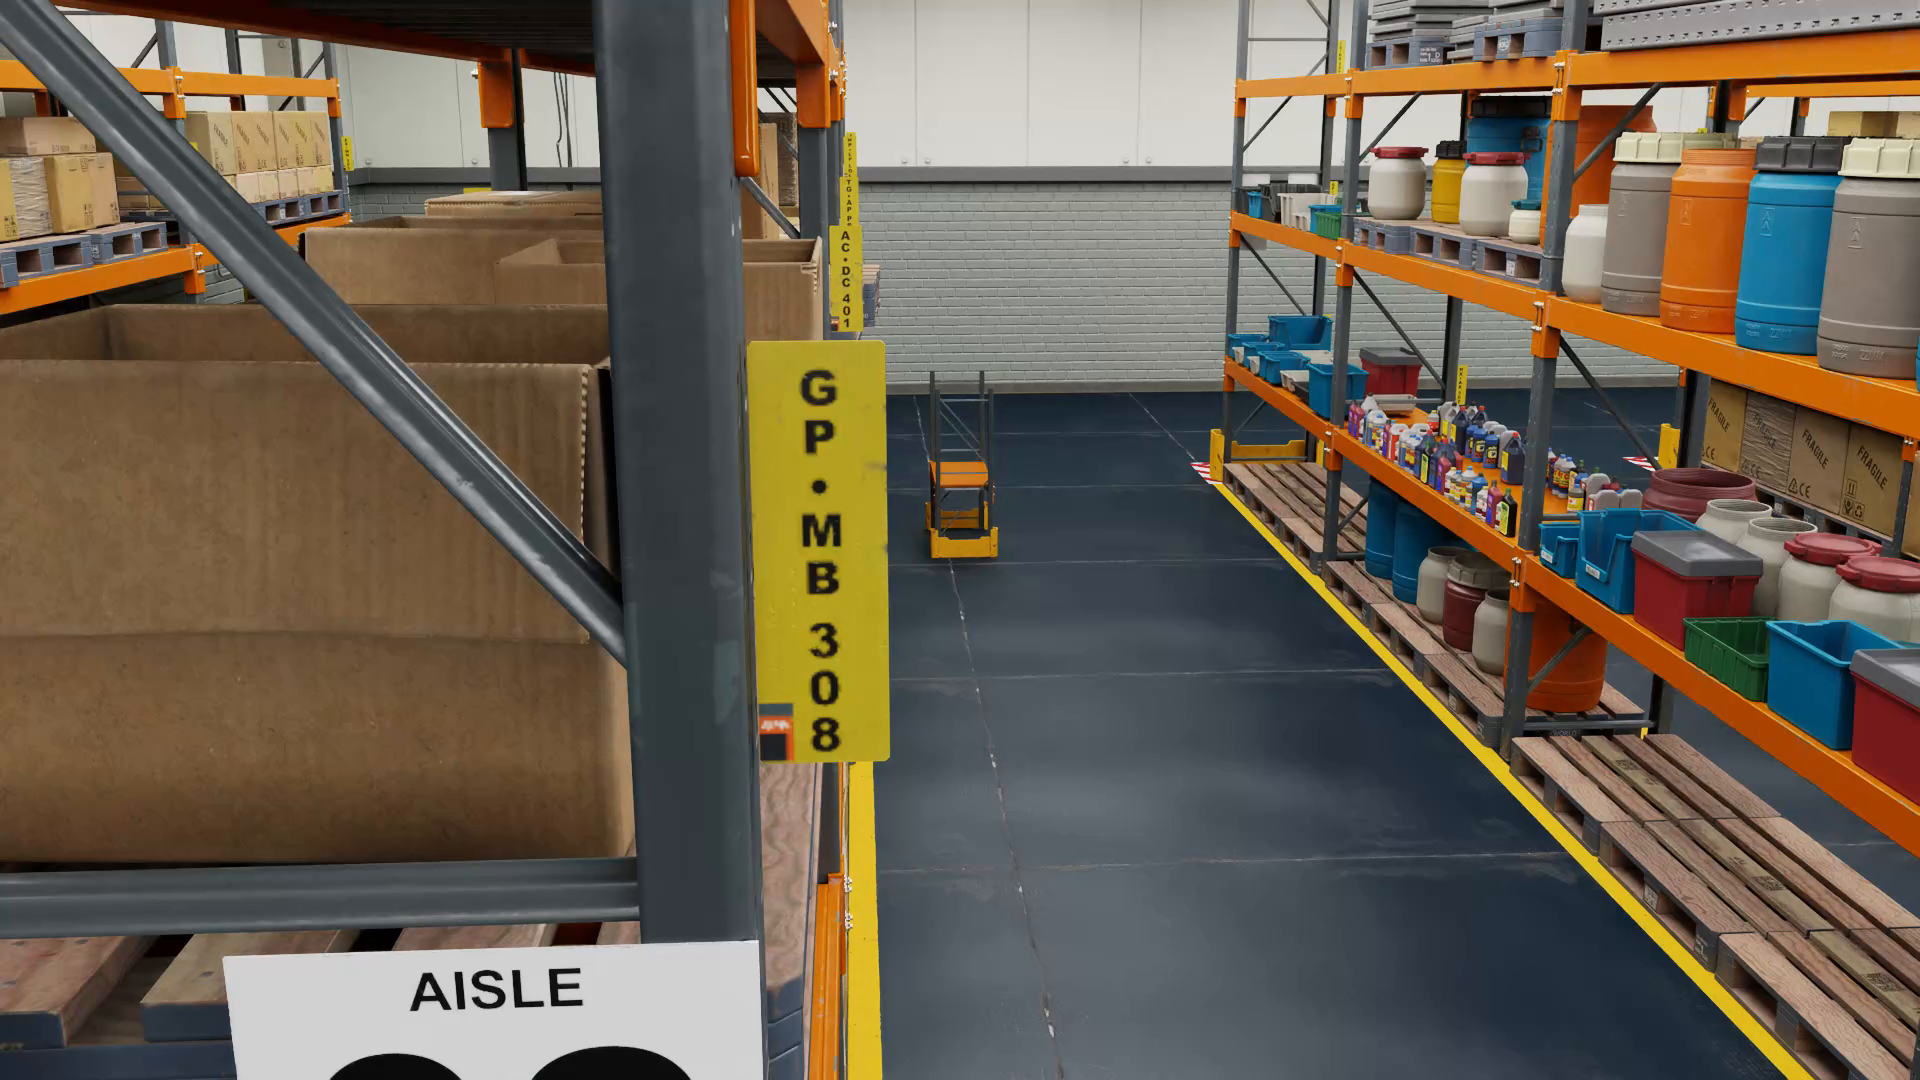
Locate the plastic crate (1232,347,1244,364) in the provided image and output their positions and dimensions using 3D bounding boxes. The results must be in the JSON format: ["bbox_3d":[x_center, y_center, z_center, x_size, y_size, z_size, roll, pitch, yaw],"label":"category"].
[{"bbox_3d":[2.918,-1.874,16.921,0.250,0.136,0.298,-1,14,-3],"label":"plastic crate"}]

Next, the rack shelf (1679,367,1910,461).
[{"bbox_3d":[8.362,-1.351,15.923,1.077,0.370,4.000,-1,14,-3],"label":"rack shelf"}]

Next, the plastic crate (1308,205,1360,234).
[{"bbox_3d":[3.167,-2.718,14.111,0.416,0.233,0.300,-1,14,-3],"label":"plastic crate"}]

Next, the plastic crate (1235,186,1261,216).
[{"bbox_3d":[3.040,-3.409,16.723,0.497,0.269,0.590,-1,14,-3],"label":"plastic crate"}]

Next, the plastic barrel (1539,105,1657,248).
[{"bbox_3d":[3.758,-2.136,9.806,0.600,0.830,0.708,-1,14,-3],"label":"plastic barrel"}]

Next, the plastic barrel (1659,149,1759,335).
[{"bbox_3d":[3.665,-1.421,7.870,0.600,0.830,0.708,-1,14,-3],"label":"plastic barrel"}]

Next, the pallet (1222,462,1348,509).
[{"bbox_3d":[3.307,-0.564,17.017,1.003,0.211,1.213,-1,14,-3],"label":"pallet"}]

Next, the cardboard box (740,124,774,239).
[{"bbox_3d":[-0.905,-1.161,5.674,0.500,0.500,0.500,-1,14,-3],"label":"cardboard box"}]

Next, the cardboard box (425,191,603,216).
[{"bbox_3d":[-1.138,-0.703,4.618,0.500,0.500,0.500,0,14,1],"label":"cardboard box"}]

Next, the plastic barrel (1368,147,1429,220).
[{"bbox_3d":[3.325,-2.712,12.636,0.433,0.535,0.433,0,14,0],"label":"plastic barrel"}]

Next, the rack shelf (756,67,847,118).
[{"bbox_3d":[-1.278,-2.915,10.768,1.077,0.370,4.000,-1,14,-3],"label":"rack shelf"}]

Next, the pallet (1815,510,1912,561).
[{"bbox_3d":[8.517,-0.041,14.987,1.003,0.211,1.213,-1,14,-3],"label":"pallet"}]

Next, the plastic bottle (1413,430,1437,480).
[{"bbox_3d":[3.280,-0.604,11.677,0.144,0.351,0.185,-1,14,-3],"label":"plastic bottle"}]

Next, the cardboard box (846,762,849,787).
[{"bbox_3d":[-0.837,1.058,8.670,0.500,0.311,0.500,-1,14,-4],"label":"cardboard box"}]

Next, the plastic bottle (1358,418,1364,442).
[{"bbox_3d":[3.173,-0.869,13.008,0.097,0.201,0.097,0,14,0],"label":"plastic bottle"}]

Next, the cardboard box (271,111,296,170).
[{"bbox_3d":[-6.215,-3.530,14.682,0.500,0.500,0.500,-2,15,-6],"label":"cardboard box"}]

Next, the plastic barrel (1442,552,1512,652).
[{"bbox_3d":[3.673,0.432,11.548,0.600,0.588,0.708,-1,14,-3],"label":"plastic barrel"}]

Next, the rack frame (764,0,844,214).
[{"bbox_3d":[-1.402,-3.955,12.562,1.000,3.000,0.127,-1,14,-3],"label":"rack frame"}]

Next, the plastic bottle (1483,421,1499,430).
[{"bbox_3d":[3.943,-0.756,12.416,0.152,0.276,0.135,-1,14,-3],"label":"plastic bottle"}]

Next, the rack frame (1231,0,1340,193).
[{"bbox_3d":[3.294,-5.025,16.722,1.000,3.000,0.127,-1,14,-3],"label":"rack frame"}]

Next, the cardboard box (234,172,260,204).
[{"bbox_3d":[-6.143,-2.907,13.766,0.500,0.250,0.500,-1,14,-5],"label":"cardboard box"}]

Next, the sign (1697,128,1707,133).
[{"bbox_3d":[7.683,-4.104,17.246,0.100,0.325,0.005,-1,14,-3],"label":"sign"}]

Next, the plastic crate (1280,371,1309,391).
[{"bbox_3d":[3.134,-1.455,15.293,0.293,0.136,0.466,-1,14,-3],"label":"plastic crate"}]

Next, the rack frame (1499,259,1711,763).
[{"bbox_3d":[3.790,-0.130,9.736,1.000,3.000,0.127,-1,14,-3],"label":"rack frame"}]

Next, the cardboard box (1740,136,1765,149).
[{"bbox_3d":[8.323,-3.821,16.816,0.700,0.500,0.500,-2,15,-7],"label":"cardboard box"}]

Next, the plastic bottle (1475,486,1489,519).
[{"bbox_3d":[3.330,-0.239,10.556,0.097,0.201,0.097,0,14,0],"label":"plastic bottle"}]

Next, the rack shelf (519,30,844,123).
[{"bbox_3d":[-1.030,-1.921,6.902,1.077,0.370,4.000,-1,14,-3],"label":"rack shelf"}]

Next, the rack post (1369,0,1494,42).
[{"bbox_3d":[3.563,-3.784,12.049,0.937,0.300,0.954,-1,14,-4],"label":"rack post"}]

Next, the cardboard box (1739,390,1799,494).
[{"bbox_3d":[8.414,-0.986,16.485,0.875,0.875,0.875,-1,14,-3],"label":"cardboard box"}]

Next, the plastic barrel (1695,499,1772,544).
[{"bbox_3d":[4.067,0.068,8.741,0.421,0.512,0.421,0,14,0],"label":"plastic barrel"}]

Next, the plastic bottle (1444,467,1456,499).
[{"bbox_3d":[3.294,-0.384,11.121,0.097,0.201,0.097,0,14,0],"label":"plastic bottle"}]

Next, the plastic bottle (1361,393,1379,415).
[{"bbox_3d":[3.243,-0.999,13.210,0.144,0.351,0.185,-1,14,-3],"label":"plastic bottle"}]

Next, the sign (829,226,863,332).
[{"bbox_3d":[-0.352,-0.810,5.163,0.100,0.325,0.005,-1,14,-3],"label":"sign"}]

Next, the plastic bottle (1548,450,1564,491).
[{"bbox_3d":[4.060,-0.474,11.308,0.061,0.283,0.133,-1,14,-3],"label":"plastic bottle"}]

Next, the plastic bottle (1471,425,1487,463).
[{"bbox_3d":[3.828,-0.713,12.261,0.097,0.271,0.097,0,14,0],"label":"plastic bottle"}]

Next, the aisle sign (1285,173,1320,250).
[{"bbox_3d":[3.582,-3.401,17.232,0.394,0.787,0.004,-1,14,-3],"label":"aisle sign"}]

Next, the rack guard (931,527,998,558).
[{"bbox_3d":[0.036,0.022,14.664,0.587,0.250,0.087,-1,14,-3],"label":"rack guard"}]

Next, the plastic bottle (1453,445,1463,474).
[{"bbox_3d":[3.401,-0.500,11.408,0.061,0.283,0.133,-1,14,-3],"label":"plastic bottle"}]

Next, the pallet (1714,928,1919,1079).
[{"bbox_3d":[3.950,2.020,6.974,1.003,0.211,1.213,-1,14,-3],"label":"pallet"}]

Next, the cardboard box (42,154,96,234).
[{"bbox_3d":[-6.302,-2.328,11.176,0.700,0.500,0.500,-1,14,-4],"label":"cardboard box"}]

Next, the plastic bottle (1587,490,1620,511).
[{"bbox_3d":[3.934,-0.180,10.180,0.152,0.276,0.135,-1,14,-3],"label":"plastic bottle"}]

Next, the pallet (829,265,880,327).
[{"bbox_3d":[-1.023,-1.249,8.442,1.213,0.211,1.003,0,14,-1],"label":"pallet"}]

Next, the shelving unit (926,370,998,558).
[{"bbox_3d":[0.005,-0.707,14.989,0.587,1.500,1.083,-1,14,-3],"label":"shelving unit"}]

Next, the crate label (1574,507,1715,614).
[{"bbox_3d":[3.582,0.104,8.755,0.502,0.435,0.616,-1,14,-3],"label":"crate label"}]

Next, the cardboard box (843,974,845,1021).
[{"bbox_3d":[-0.683,1.690,6.211,0.500,0.311,0.500,-1,14,-3],"label":"cardboard box"}]

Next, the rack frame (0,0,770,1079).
[{"bbox_3d":[-0.658,-0.970,0.963,1.000,3.000,0.127,-1,14,-3],"label":"rack frame"}]

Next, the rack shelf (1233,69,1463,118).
[{"bbox_3d":[3.418,-3.986,14.928,1.077,0.370,4.000,-1,14,-3],"label":"rack shelf"}]

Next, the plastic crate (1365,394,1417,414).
[{"bbox_3d":[3.656,-1.144,14.087,0.396,0.136,0.243,-1,14,-3],"label":"plastic crate"}]

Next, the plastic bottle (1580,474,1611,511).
[{"bbox_3d":[4.057,-0.298,10.637,0.152,0.276,0.135,-1,14,-3],"label":"plastic bottle"}]

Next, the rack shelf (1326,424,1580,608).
[{"bbox_3d":[3.666,-0.279,11.759,1.077,0.370,4.000,-1,14,-3],"label":"rack shelf"}]

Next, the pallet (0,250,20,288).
[{"bbox_3d":[-6.191,-1.498,9.411,1.213,0.211,1.003,0,14,-1],"label":"pallet"}]

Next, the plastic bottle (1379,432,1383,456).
[{"bbox_3d":[3.205,-0.739,12.502,0.097,0.201,0.097,0,14,0],"label":"plastic bottle"}]

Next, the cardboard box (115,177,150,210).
[{"bbox_3d":[-6.622,-2.771,13.236,0.500,0.250,0.500,-1,14,-3],"label":"cardboard box"}]

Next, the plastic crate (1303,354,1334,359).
[{"bbox_3d":[3.529,-1.749,16.436,0.396,0.136,0.243,-1,14,-3],"label":"plastic crate"}]

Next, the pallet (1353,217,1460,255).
[{"bbox_3d":[3.688,-2.293,12.501,1.213,0.211,1.003,-1,14,-3],"label":"pallet"}]

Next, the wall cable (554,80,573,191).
[{"bbox_3d":[-6.587,-4.781,22.003,3.097,2.526,0.112,-1,14,-3],"label":"wall cable"}]

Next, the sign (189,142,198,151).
[{"bbox_3d":[-5.805,-2.838,12.573,0.100,0.325,0.005,-1,14,-3],"label":"sign"}]
